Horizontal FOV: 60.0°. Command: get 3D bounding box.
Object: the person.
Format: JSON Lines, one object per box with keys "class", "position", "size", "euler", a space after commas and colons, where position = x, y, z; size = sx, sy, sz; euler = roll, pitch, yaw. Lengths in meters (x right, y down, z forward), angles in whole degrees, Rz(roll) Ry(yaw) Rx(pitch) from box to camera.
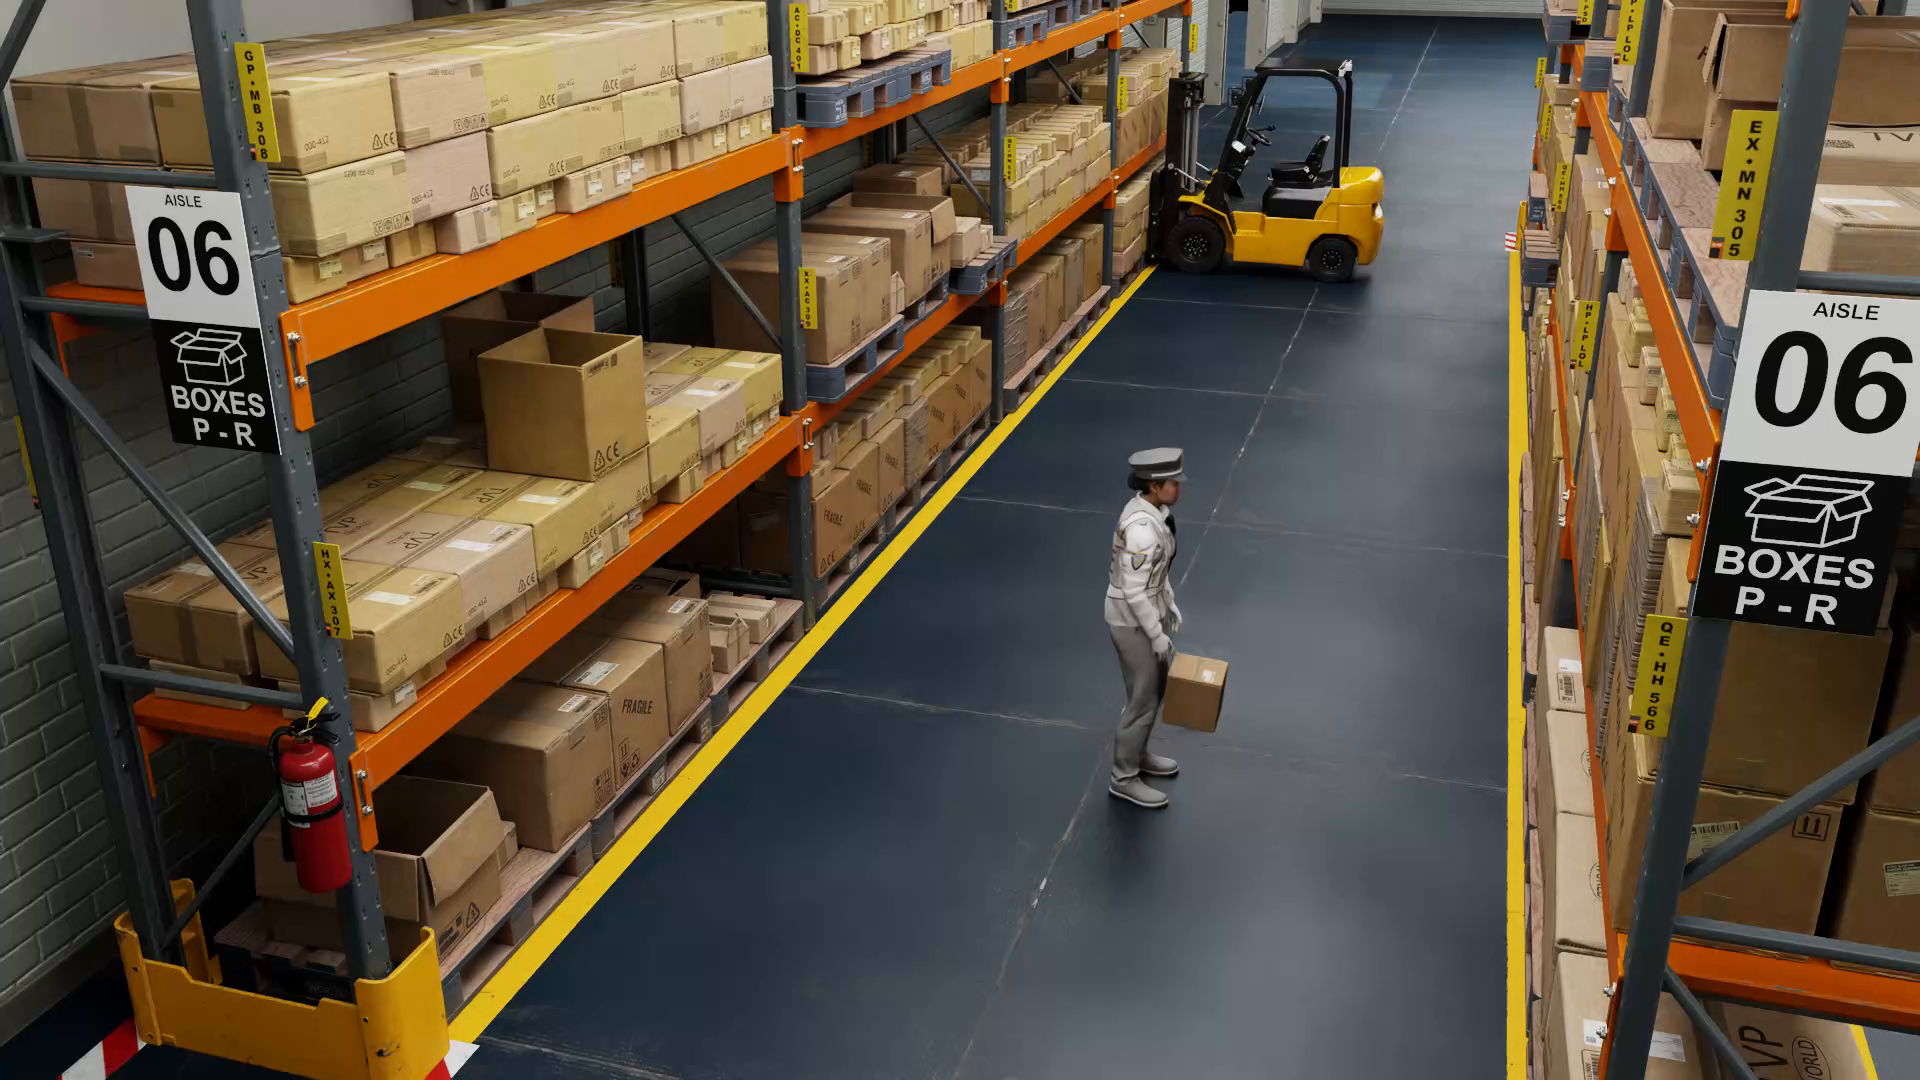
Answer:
{"class": "person", "position": [0.848, 0.387, 7.618], "size": [0.346, 1.673, 0.438], "euler": [6, 23, 14]}
